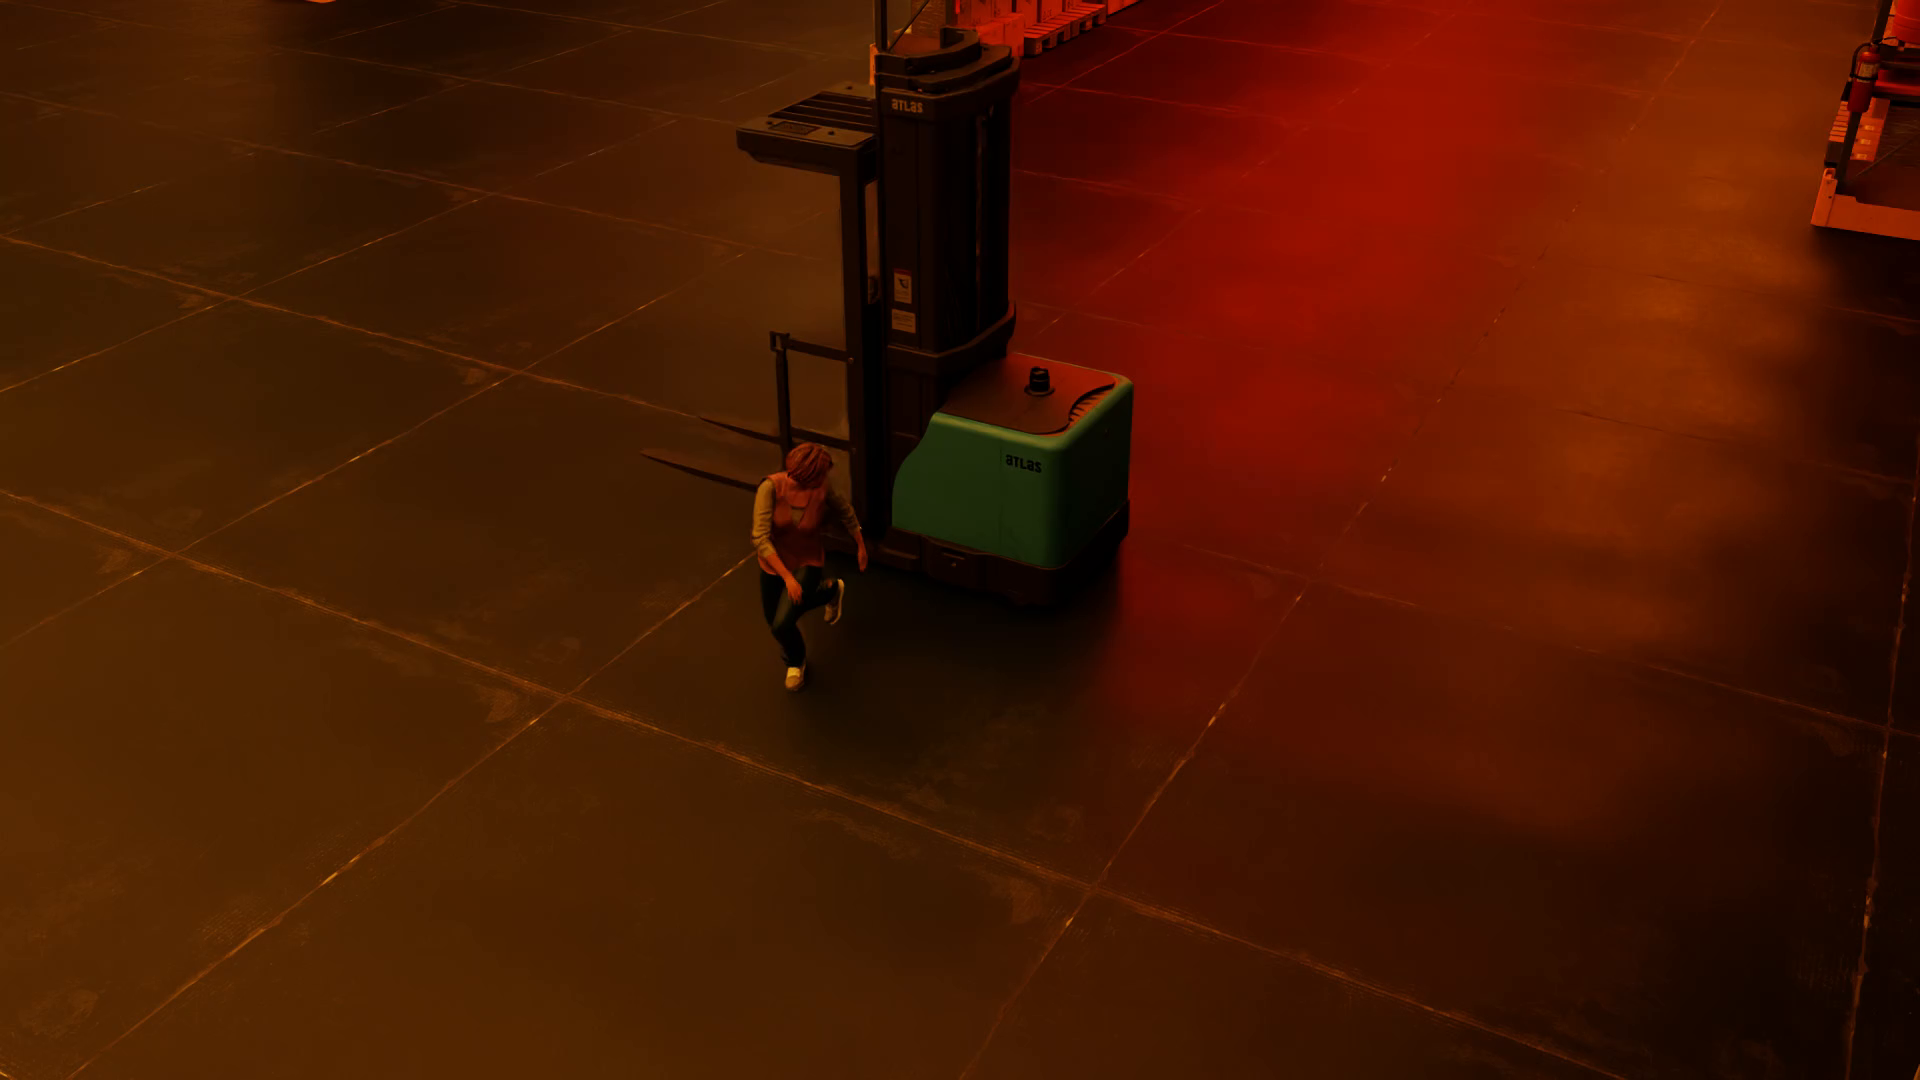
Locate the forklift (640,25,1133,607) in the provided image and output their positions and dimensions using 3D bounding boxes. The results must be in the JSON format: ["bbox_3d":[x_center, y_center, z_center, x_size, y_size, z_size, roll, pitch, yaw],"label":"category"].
[{"bbox_3d":[-0.540,-1.413,9.519,3.031,2.935,1.130,15,33,25],"label":"forklift"}]

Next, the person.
[{"bbox_3d":[-0.775,0.085,8.535,0.539,1.371,0.811,6,31,10],"label":"person"}]
